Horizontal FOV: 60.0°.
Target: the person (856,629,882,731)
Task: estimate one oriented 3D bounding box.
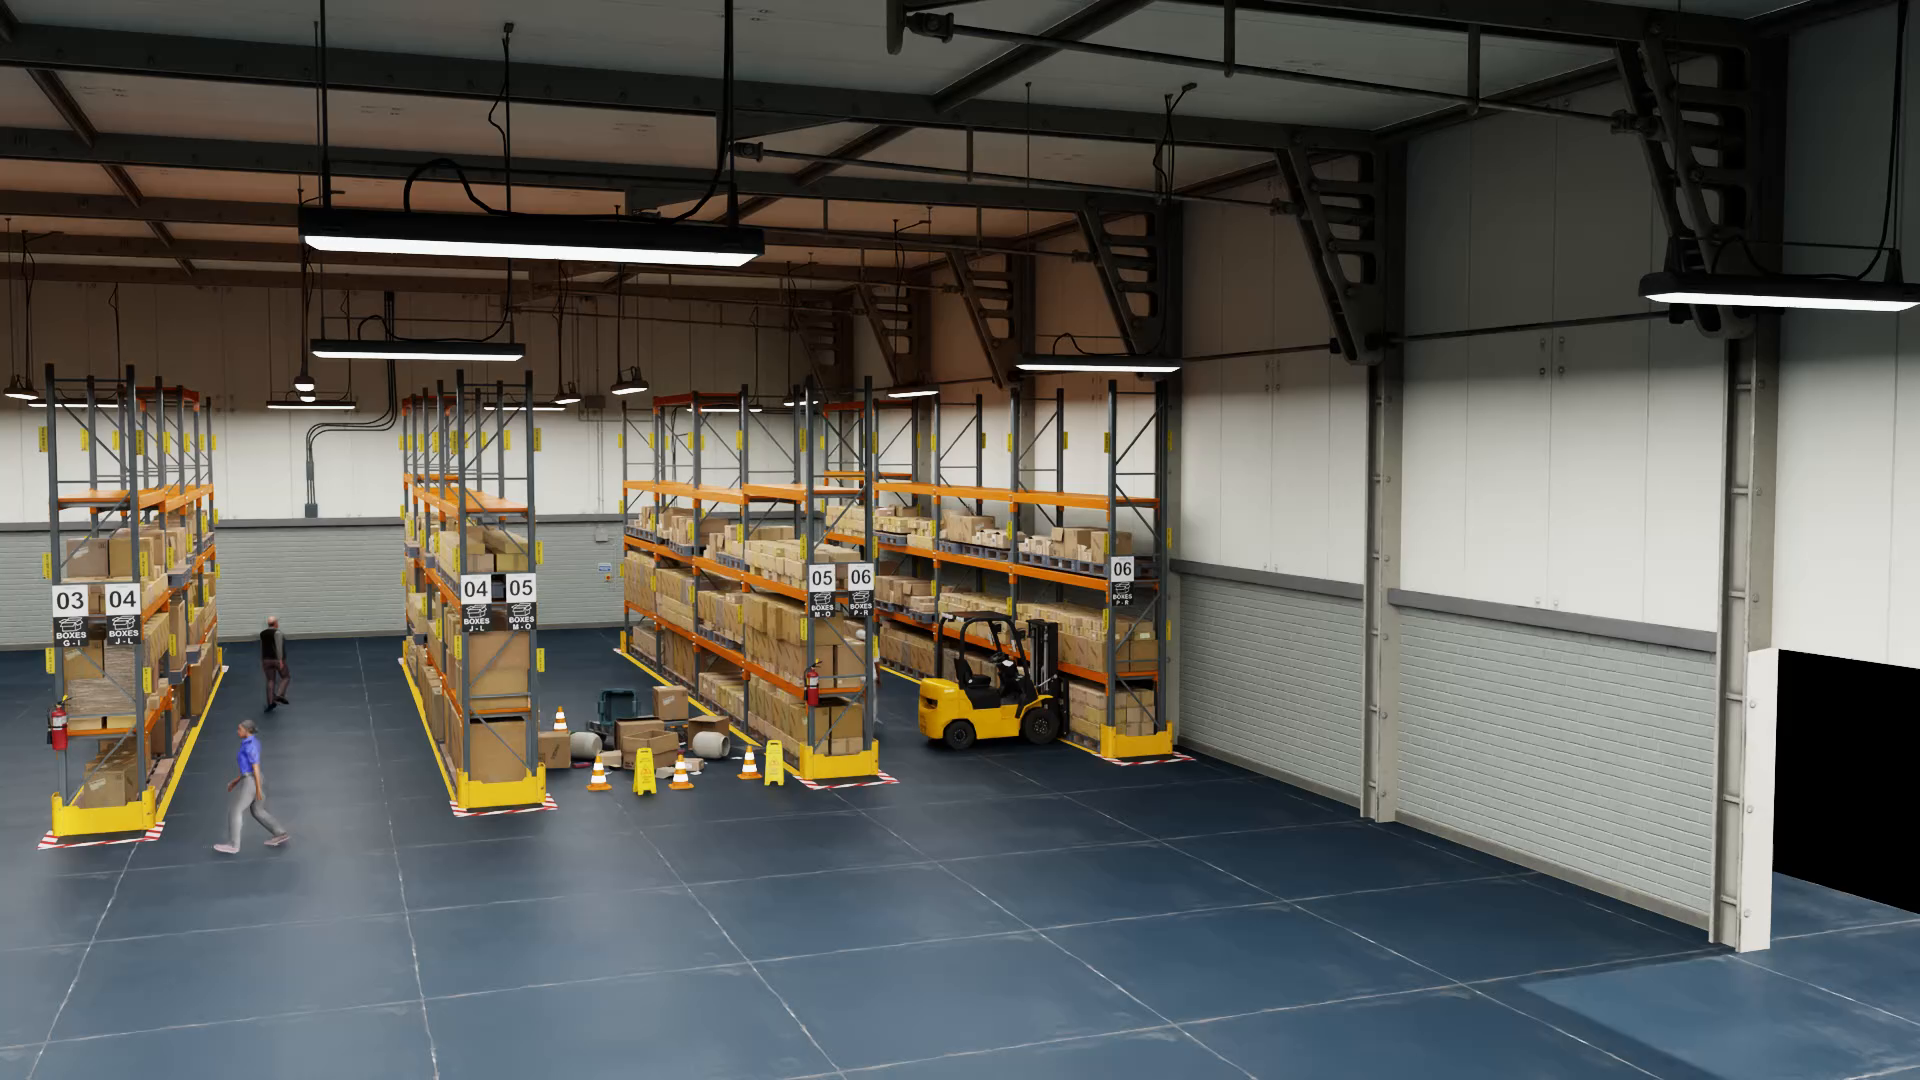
[{"bbox_3d":[-1.667,2.428,28.881,0.601,1.756,0.490,-1,3,-12],"label":"person"}]

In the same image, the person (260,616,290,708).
[{"bbox_3d":[-12.961,2.296,31.384,0.556,1.698,0.485,0,3,-1],"label":"person"}]

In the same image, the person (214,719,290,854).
[{"bbox_3d":[-8.721,3.009,20.454,0.796,1.616,0.503,-1,3,-9],"label":"person"}]
